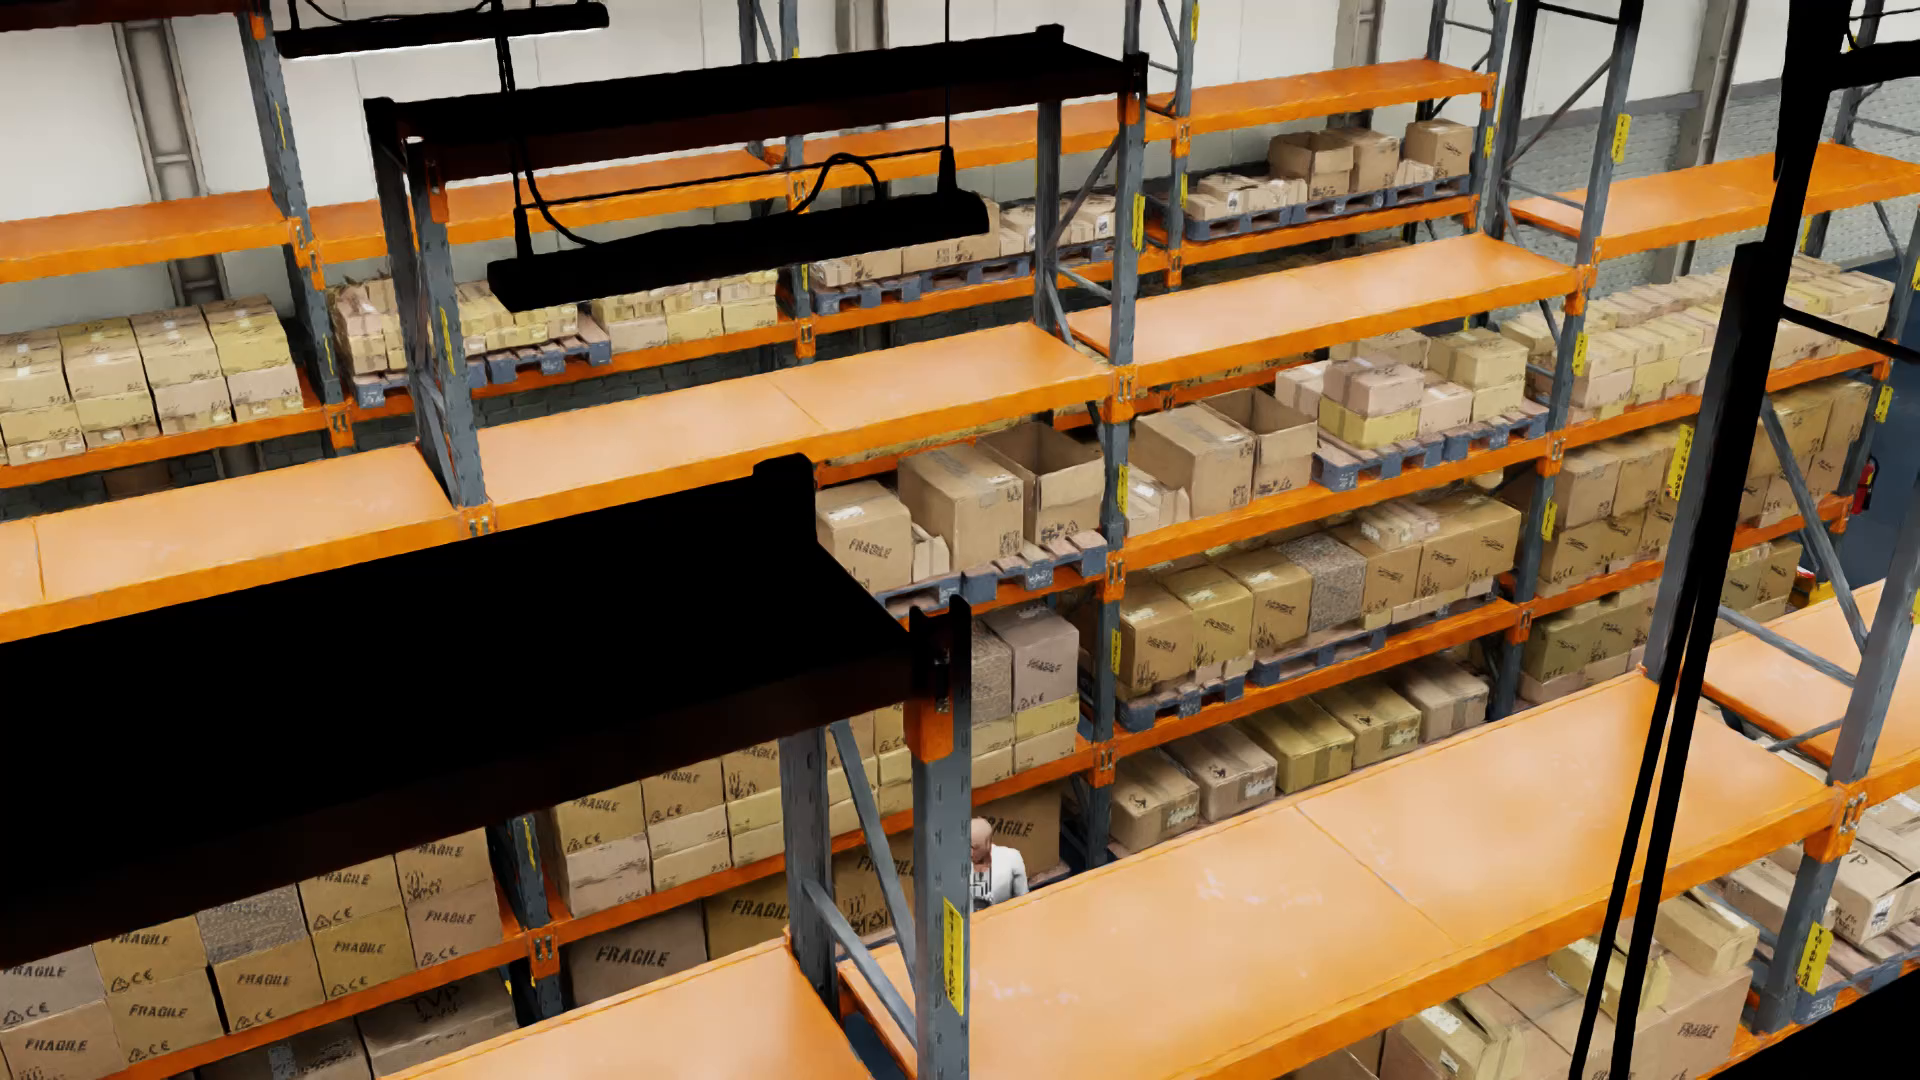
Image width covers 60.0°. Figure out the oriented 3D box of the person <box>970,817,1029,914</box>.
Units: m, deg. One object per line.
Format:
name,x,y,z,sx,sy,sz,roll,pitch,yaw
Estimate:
person,0.107,2.485,10.376,0.690,1.773,0.647,-4,28,-7
